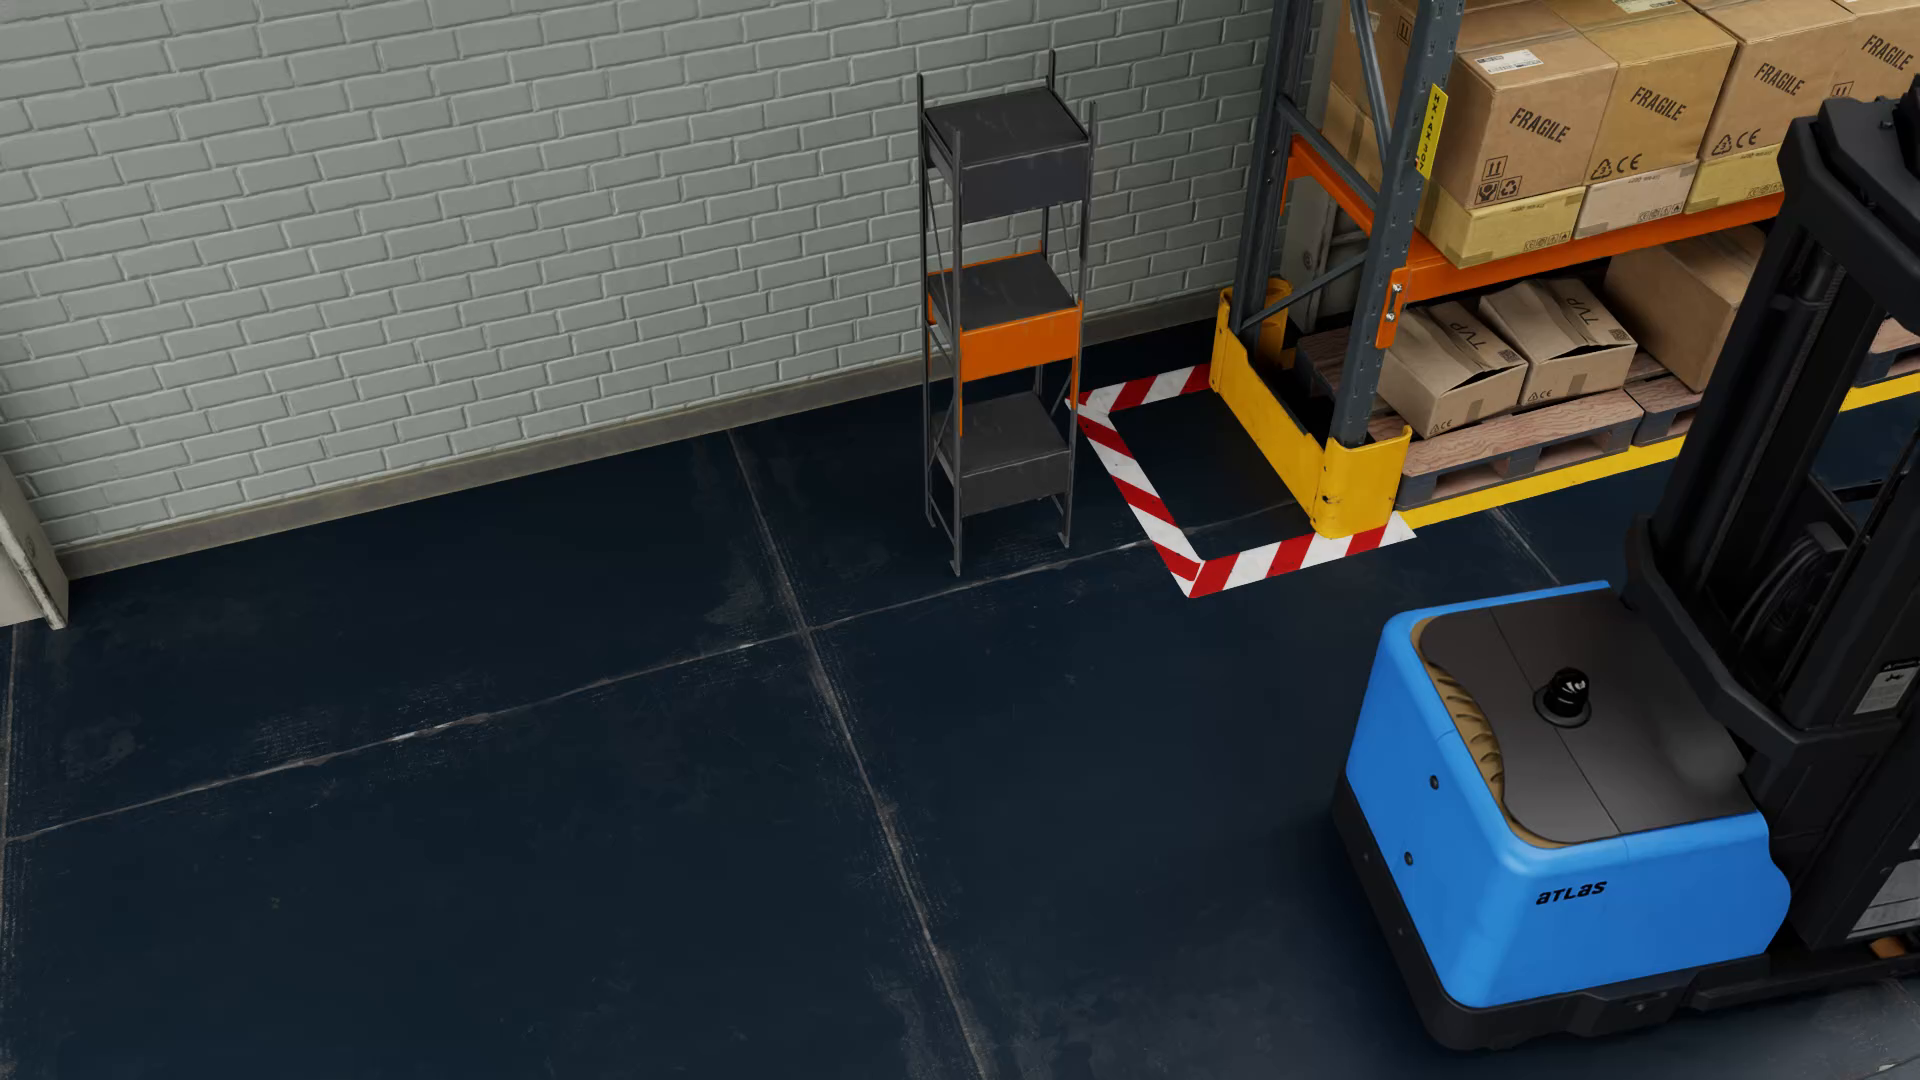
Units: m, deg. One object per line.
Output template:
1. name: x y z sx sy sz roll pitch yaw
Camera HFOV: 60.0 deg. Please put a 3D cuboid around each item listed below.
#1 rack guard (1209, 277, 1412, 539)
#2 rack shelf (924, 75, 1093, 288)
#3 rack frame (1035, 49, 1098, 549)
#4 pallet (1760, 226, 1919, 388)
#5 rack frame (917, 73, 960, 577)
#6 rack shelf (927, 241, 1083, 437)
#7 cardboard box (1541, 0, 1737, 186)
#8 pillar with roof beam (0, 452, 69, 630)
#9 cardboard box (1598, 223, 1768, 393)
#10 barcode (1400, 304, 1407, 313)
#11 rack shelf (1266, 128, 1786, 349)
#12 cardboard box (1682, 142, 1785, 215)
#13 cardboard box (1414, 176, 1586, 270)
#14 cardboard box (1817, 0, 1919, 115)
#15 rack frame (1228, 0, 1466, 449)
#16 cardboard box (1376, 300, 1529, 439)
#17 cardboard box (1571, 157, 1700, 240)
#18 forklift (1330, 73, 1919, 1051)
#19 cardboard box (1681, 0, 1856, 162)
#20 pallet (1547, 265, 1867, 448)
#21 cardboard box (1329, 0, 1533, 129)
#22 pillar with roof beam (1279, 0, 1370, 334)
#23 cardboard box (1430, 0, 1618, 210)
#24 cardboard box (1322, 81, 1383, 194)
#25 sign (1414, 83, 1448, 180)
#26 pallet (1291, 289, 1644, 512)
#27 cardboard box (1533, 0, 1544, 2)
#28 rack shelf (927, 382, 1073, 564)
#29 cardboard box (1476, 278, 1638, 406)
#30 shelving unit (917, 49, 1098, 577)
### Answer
1. rack guard: 1.508 -0.598 7.302 0.348 0.500 1.175 -14 47 -14
2. rack shelf: 0.156 -1.266 5.869 0.480 0.518 0.431 -14 47 -14
3. rack frame: 0.385 -0.840 6.414 0.015 2.100 0.400 -14 47 -14
4. pallet: 4.579 -1.255 8.161 1.213 0.211 1.003 -14 47 -14
5. rack frame: -0.074 -0.722 6.297 0.015 2.100 0.400 -14 47 -14
6. rack shelf: 0.156 -0.771 6.365 0.480 0.518 0.431 -14 47 -14
7. cardboard box: 2.456 -1.708 6.206 0.500 0.500 0.500 -14 47 -14
8. pillar with roof beam: -2.381 -0.014 0.720 0.400 9.000 9.100 -14 47 -14
9. cardboard box: 3.361 -1.122 7.514 0.500 0.500 0.700 -17 48 -16
10. barcode: 1.999 -1.049 7.568 0.075 0.075 0.001 -14 47 -14
11. rack shelf: 3.318 -1.689 7.133 4.000 0.370 1.077 -14 47 -14
12. cardboard box: 2.968 -1.575 6.603 0.500 0.250 0.500 -15 47 -14
13. cardboard box: 2.003 -1.322 6.351 0.500 0.250 0.500 -16 47 -15
14. cardboard box: 3.425 -1.960 6.457 0.500 0.500 0.500 -13 47 -13
15. rack frame: 1.437 -1.462 6.399 0.127 3.000 1.000 -14 47 -14
16. cardboard box: 2.118 -0.775 7.301 0.500 0.311 0.500 -19 48 -18
17. cardboard box: 2.487 -1.457 6.485 0.500 0.250 0.500 -16 47 -15
18. forklift: 2.904 0.084 4.906 3.031 2.935 1.130 -8 46 -8
19. cardboard box: 2.944 -1.828 6.326 0.500 0.500 0.500 -16 47 -15
20. pallet: 3.430 -0.959 7.866 1.213 0.211 1.003 -14 47 -14
21. cardboard box: 1.808 -1.936 6.433 0.500 0.500 0.500 -15 47 -14
22. pillar with roof beam: 3.263 -1.457 2.158 0.400 9.000 9.100 -14 47 -14
23. cardboard box: 1.988 -1.596 6.094 0.500 0.500 0.500 -14 47 -14
24. cardboard box: 1.810 -1.658 6.686 0.500 0.250 0.500 -14 47 -13
25. sign: 1.621 -1.406 5.732 0.005 0.325 0.100 -14 47 -14
26. pallet: 2.284 -0.668 7.576 1.213 0.211 1.003 -14 47 -14
27. cardboard box: 2.284 -2.051 6.548 0.500 0.500 0.500 -14 47 -13
28. rack shelf: 0.156 -0.277 6.861 0.480 0.518 0.431 -14 47 -14
29. cardboard box: 2.654 -0.912 7.438 0.500 0.311 0.500 -11 46 -11
30. shelving unit: 0.156 -0.781 6.355 0.503 2.100 0.431 -14 47 -14
